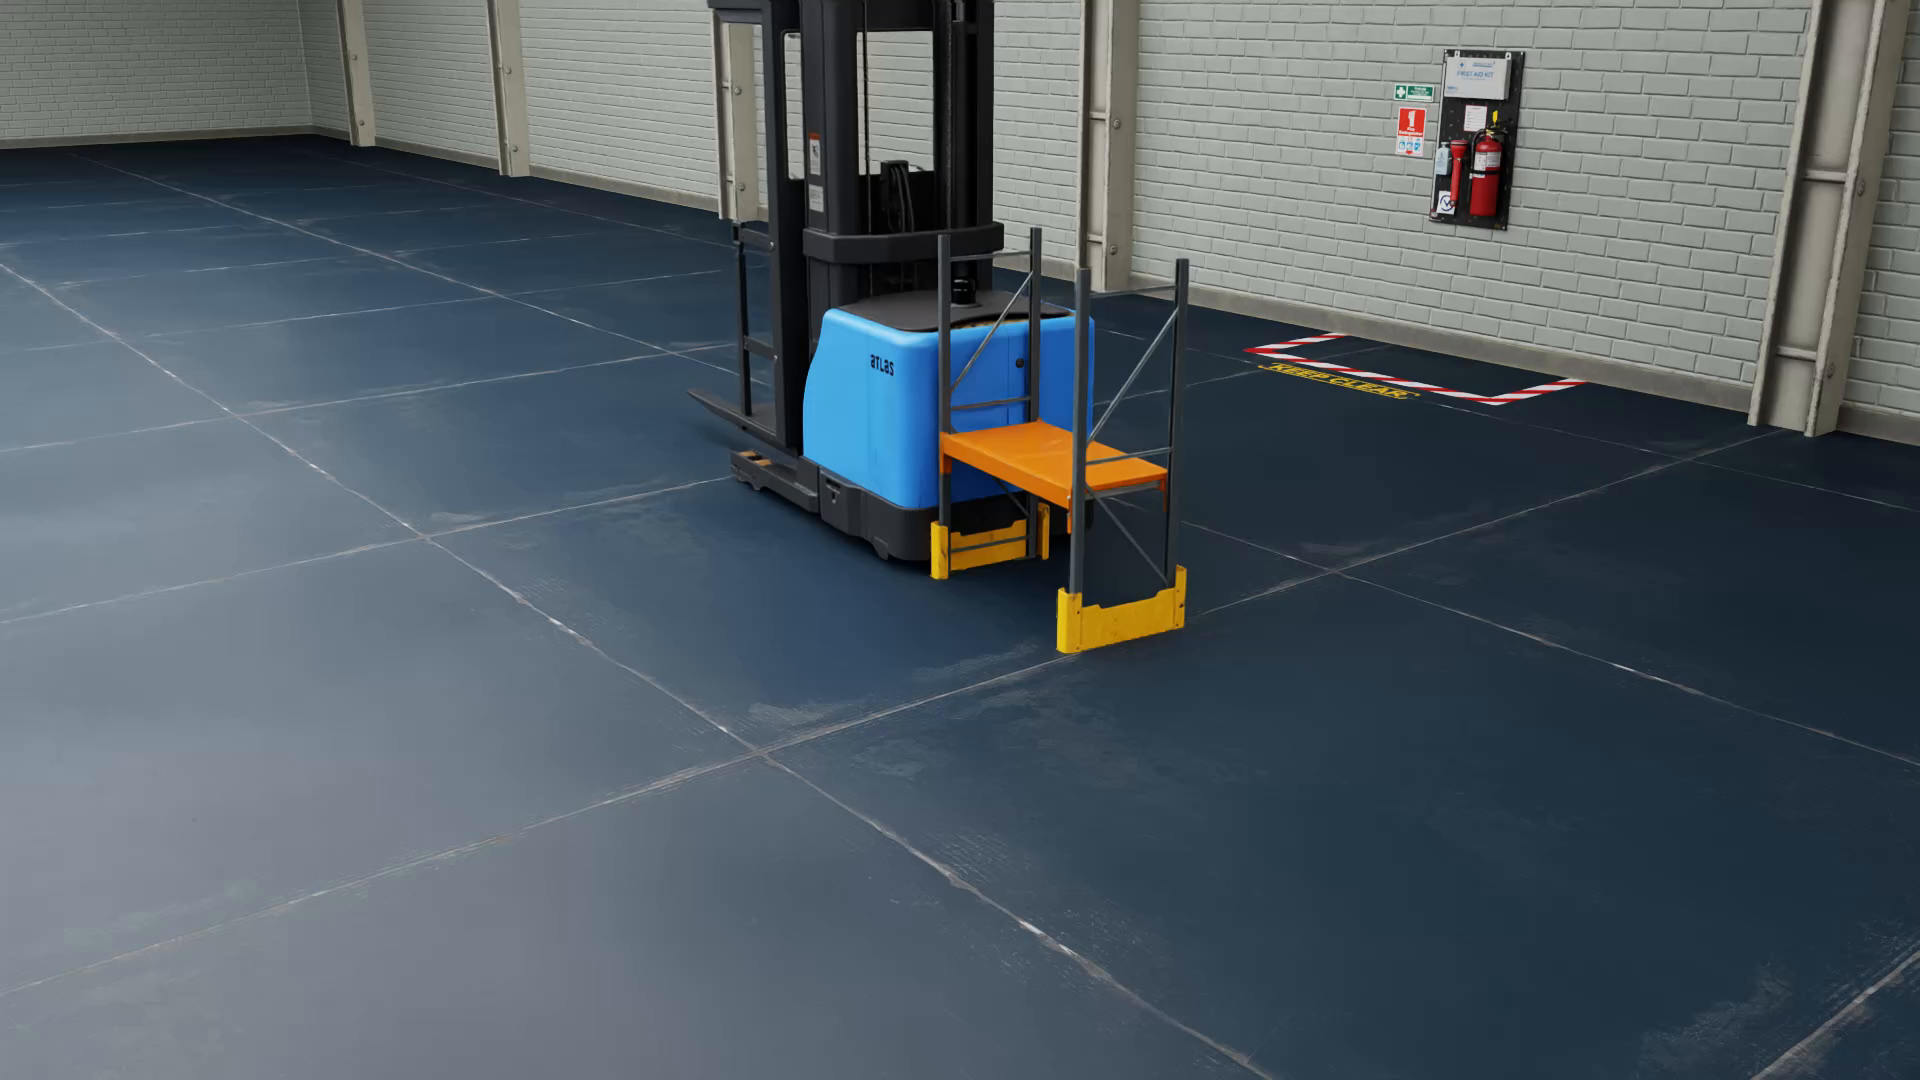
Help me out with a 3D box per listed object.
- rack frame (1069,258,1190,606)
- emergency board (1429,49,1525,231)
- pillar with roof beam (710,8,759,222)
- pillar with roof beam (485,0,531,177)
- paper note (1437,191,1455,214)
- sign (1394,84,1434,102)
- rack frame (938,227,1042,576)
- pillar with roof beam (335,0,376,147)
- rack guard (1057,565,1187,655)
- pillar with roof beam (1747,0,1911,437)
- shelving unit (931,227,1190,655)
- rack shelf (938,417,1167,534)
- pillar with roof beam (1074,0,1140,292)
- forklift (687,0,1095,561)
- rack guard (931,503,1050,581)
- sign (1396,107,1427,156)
[{"bbox_3d":[0.650,-0.319,6.440,0.500,1.500,0.032,-11,21,-29],"label":"rack frame"},{"bbox_3d":[3.450,-2.715,11.291,0.194,1.169,0.643,-14,23,-36],"label":"emergency board"},{"bbox_3d":[-5.871,-7.064,14.879,9.100,9.000,0.400,-14,23,-36],"label":"pillar with roof beam"},{"bbox_3d":[-9.596,-8.542,19.344,9.100,9.000,0.400,-14,23,-36],"label":"pillar with roof beam"},{"bbox_3d":[3.394,-2.354,11.602,0.016,0.148,0.142,-14,23,-36],"label":"paper note"},{"bbox_3d":[3.184,-3.137,11.666,0.001,0.109,0.331,-14,23,-36],"label":"sign"},{"bbox_3d":[0.130,-0.594,7.269,0.500,1.500,0.032,-11,21,-29],"label":"rack frame"},{"bbox_3d":[-13.321,-10.021,23.809,9.100,9.000,0.400,-14,23,-36],"label":"pillar with roof beam"},{"bbox_3d":[0.649,0.274,6.637,0.587,0.250,0.087,-11,21,-29],"label":"rack guard"},{"bbox_3d":[1.580,-4.107,5.949,9.100,9.000,0.400,-14,23,-36],"label":"pillar with roof beam"},{"bbox_3d":[0.394,-0.454,6.847,0.587,1.500,1.083,-11,21,-29],"label":"shelving unit"},{"bbox_3d":[0.390,-0.286,6.911,0.538,0.185,1.000,-11,21,-29],"label":"rack shelf"},{"bbox_3d":[-2.145,-5.585,10.414,9.100,9.000,0.400,-14,23,-36],"label":"pillar with roof beam"},{"bbox_3d":[-0.555,-1.710,8.364,1.130,2.935,3.031,-11,21,-29],"label":"forklift"},{"bbox_3d":[0.140,0.005,7.450,0.587,0.250,0.087,-11,21,-29],"label":"rack guard"},{"bbox_3d":[3.188,-2.889,11.758,0.001,0.329,0.234,-14,23,-36],"label":"sign"}]
